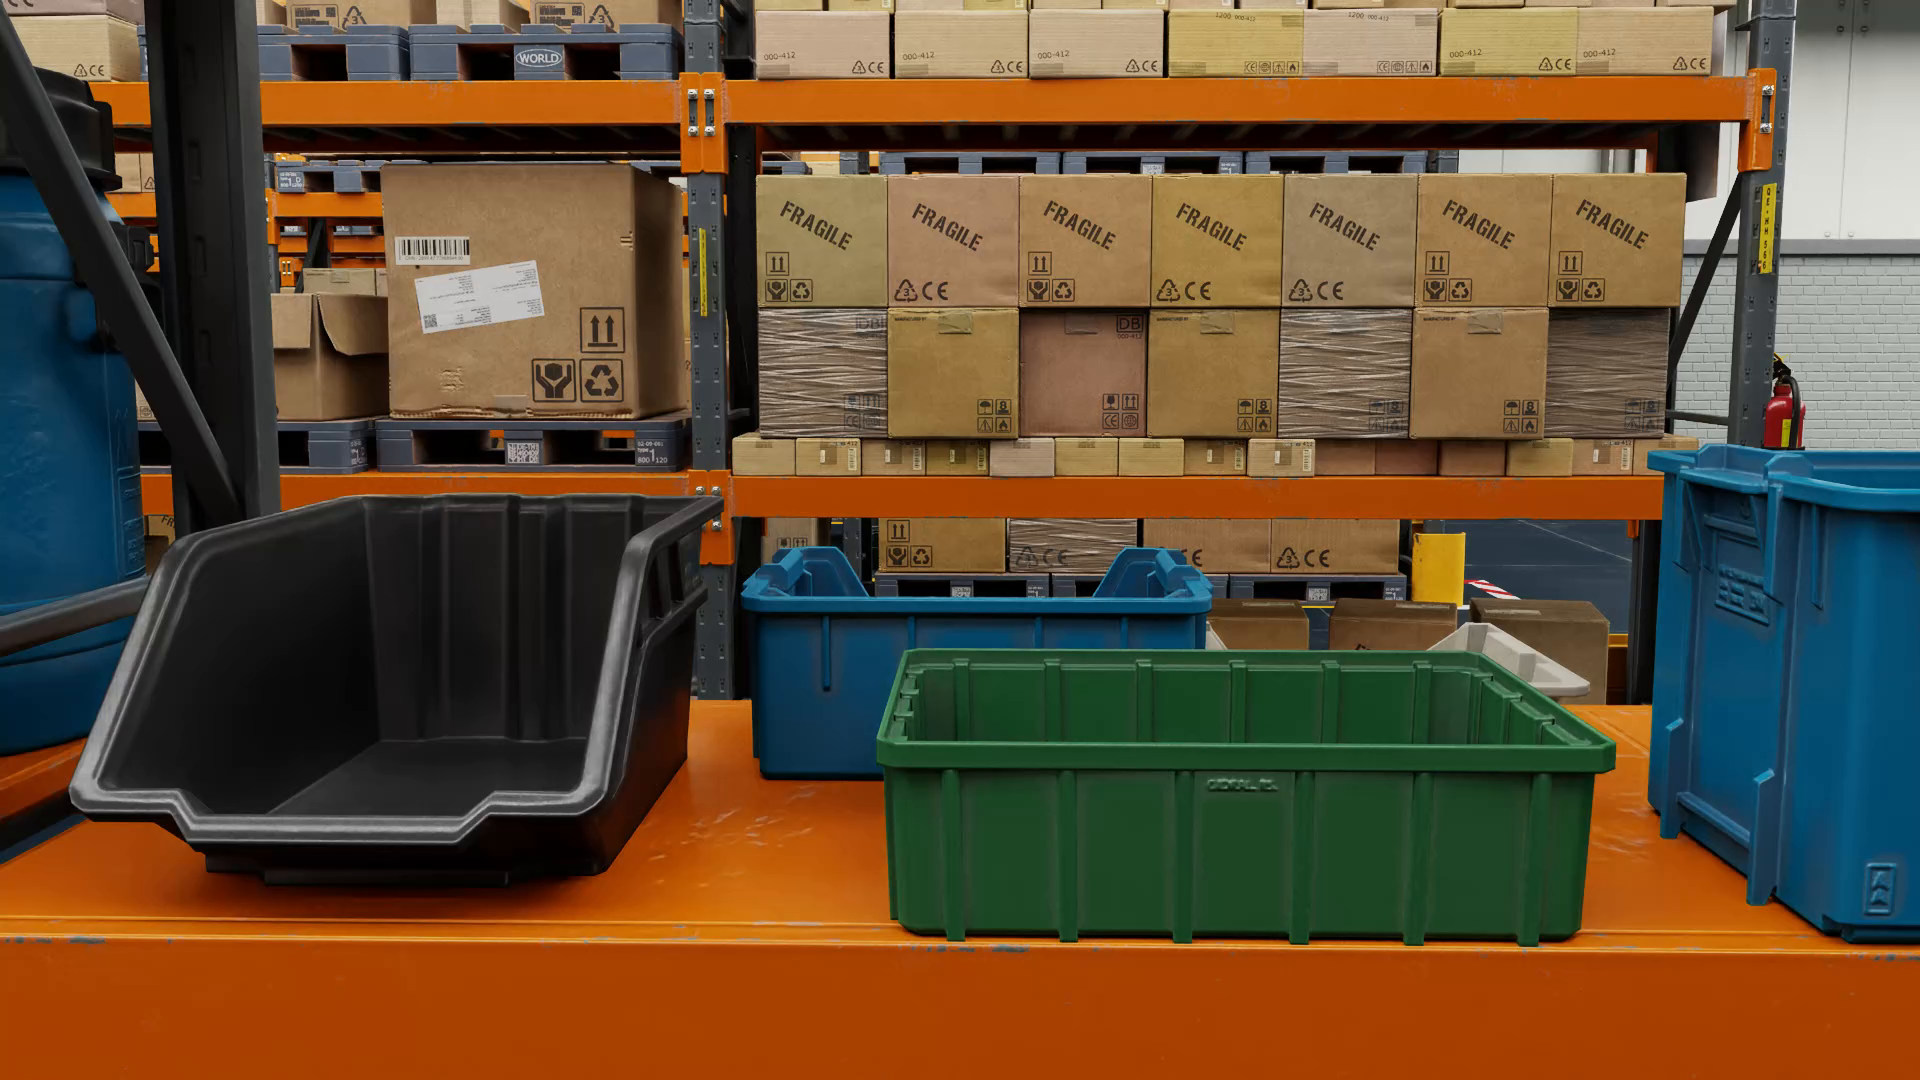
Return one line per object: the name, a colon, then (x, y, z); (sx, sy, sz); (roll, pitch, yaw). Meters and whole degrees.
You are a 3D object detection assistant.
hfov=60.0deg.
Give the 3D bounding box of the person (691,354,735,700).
person: (-1.275, 0.022, 8.466); (0.563, 1.573, 0.530); (-1, 7, -7)
